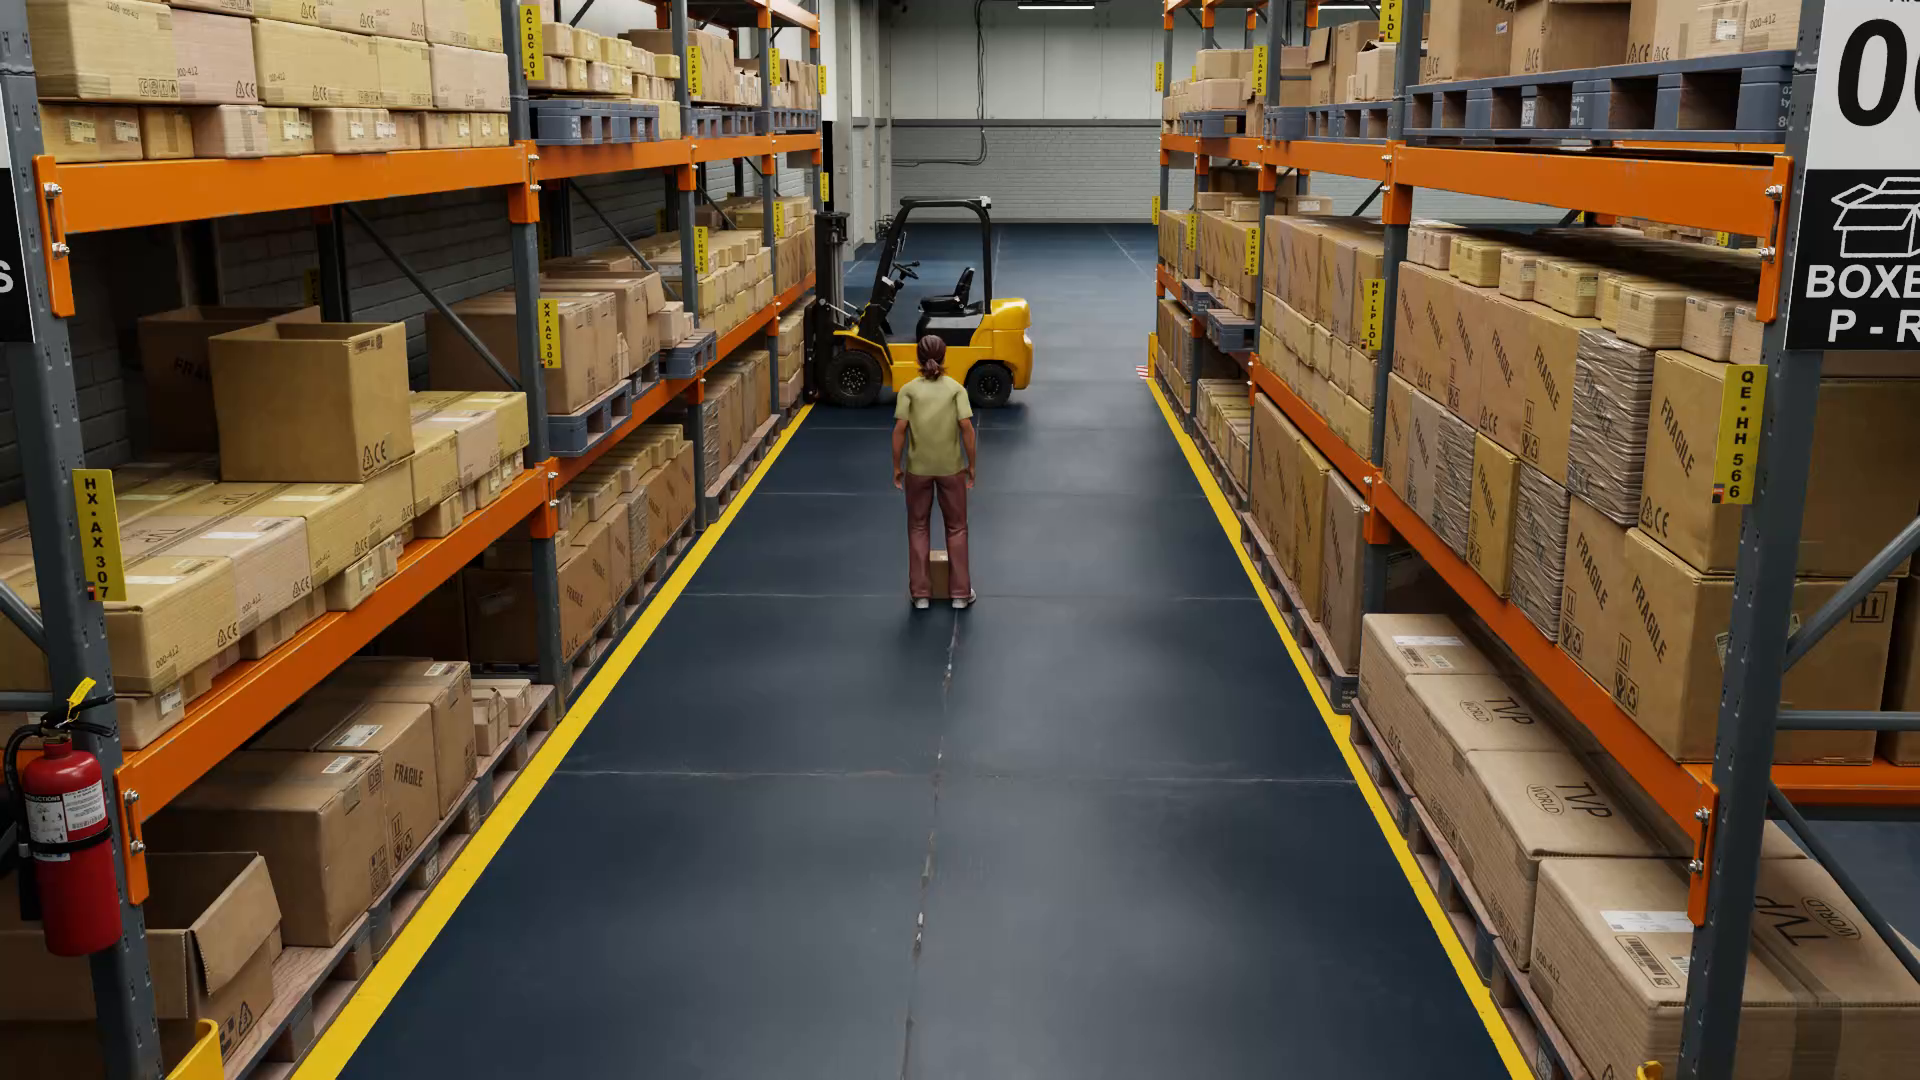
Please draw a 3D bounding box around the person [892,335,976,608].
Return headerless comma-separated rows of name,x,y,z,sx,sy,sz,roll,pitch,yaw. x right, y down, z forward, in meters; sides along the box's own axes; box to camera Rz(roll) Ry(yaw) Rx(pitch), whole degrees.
person,-0.155,-0.411,10.152,0.510,1.673,0.351,0,14,0
